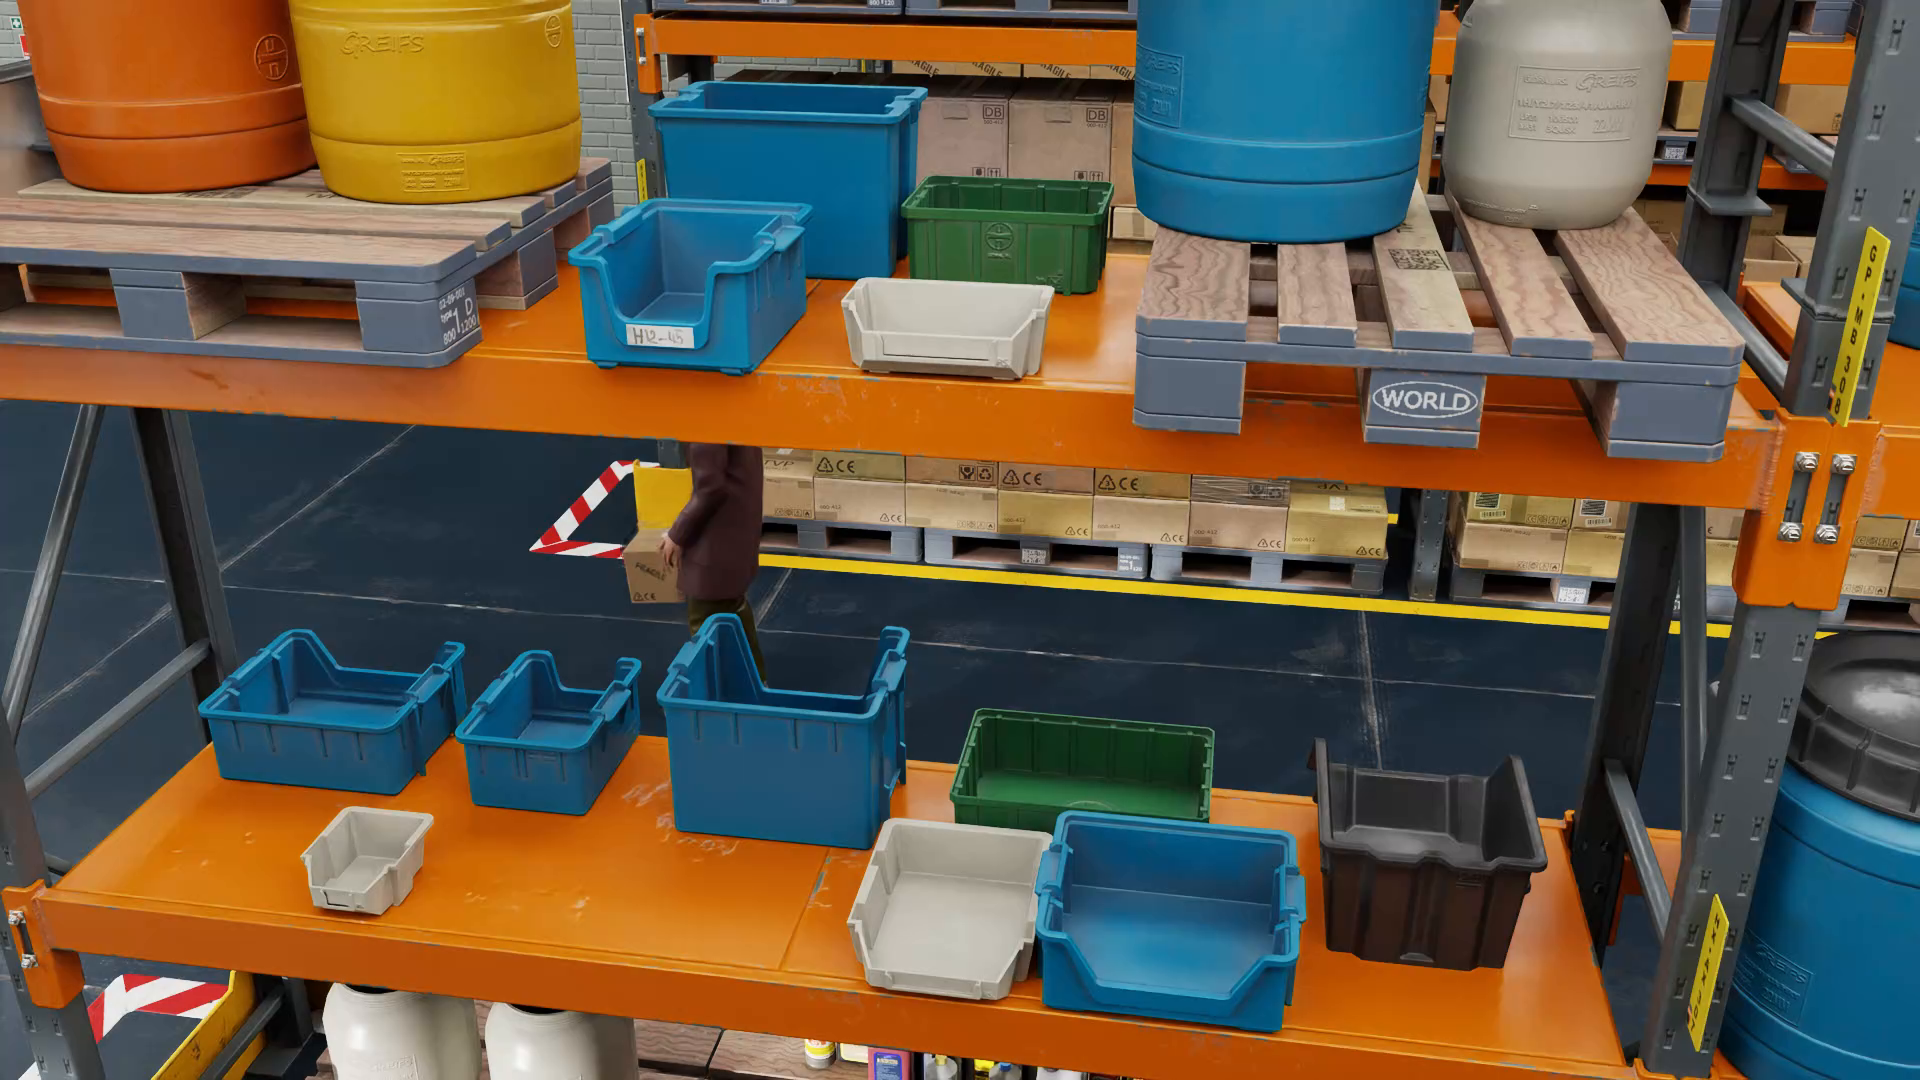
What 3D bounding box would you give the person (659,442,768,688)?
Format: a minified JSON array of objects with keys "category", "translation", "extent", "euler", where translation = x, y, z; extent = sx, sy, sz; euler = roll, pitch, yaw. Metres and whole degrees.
[{"category":"person","translation":[-1.059,-0.038,7.200],"extent":[0.424,1.780,0.583],"euler":[3,25,7]}]
